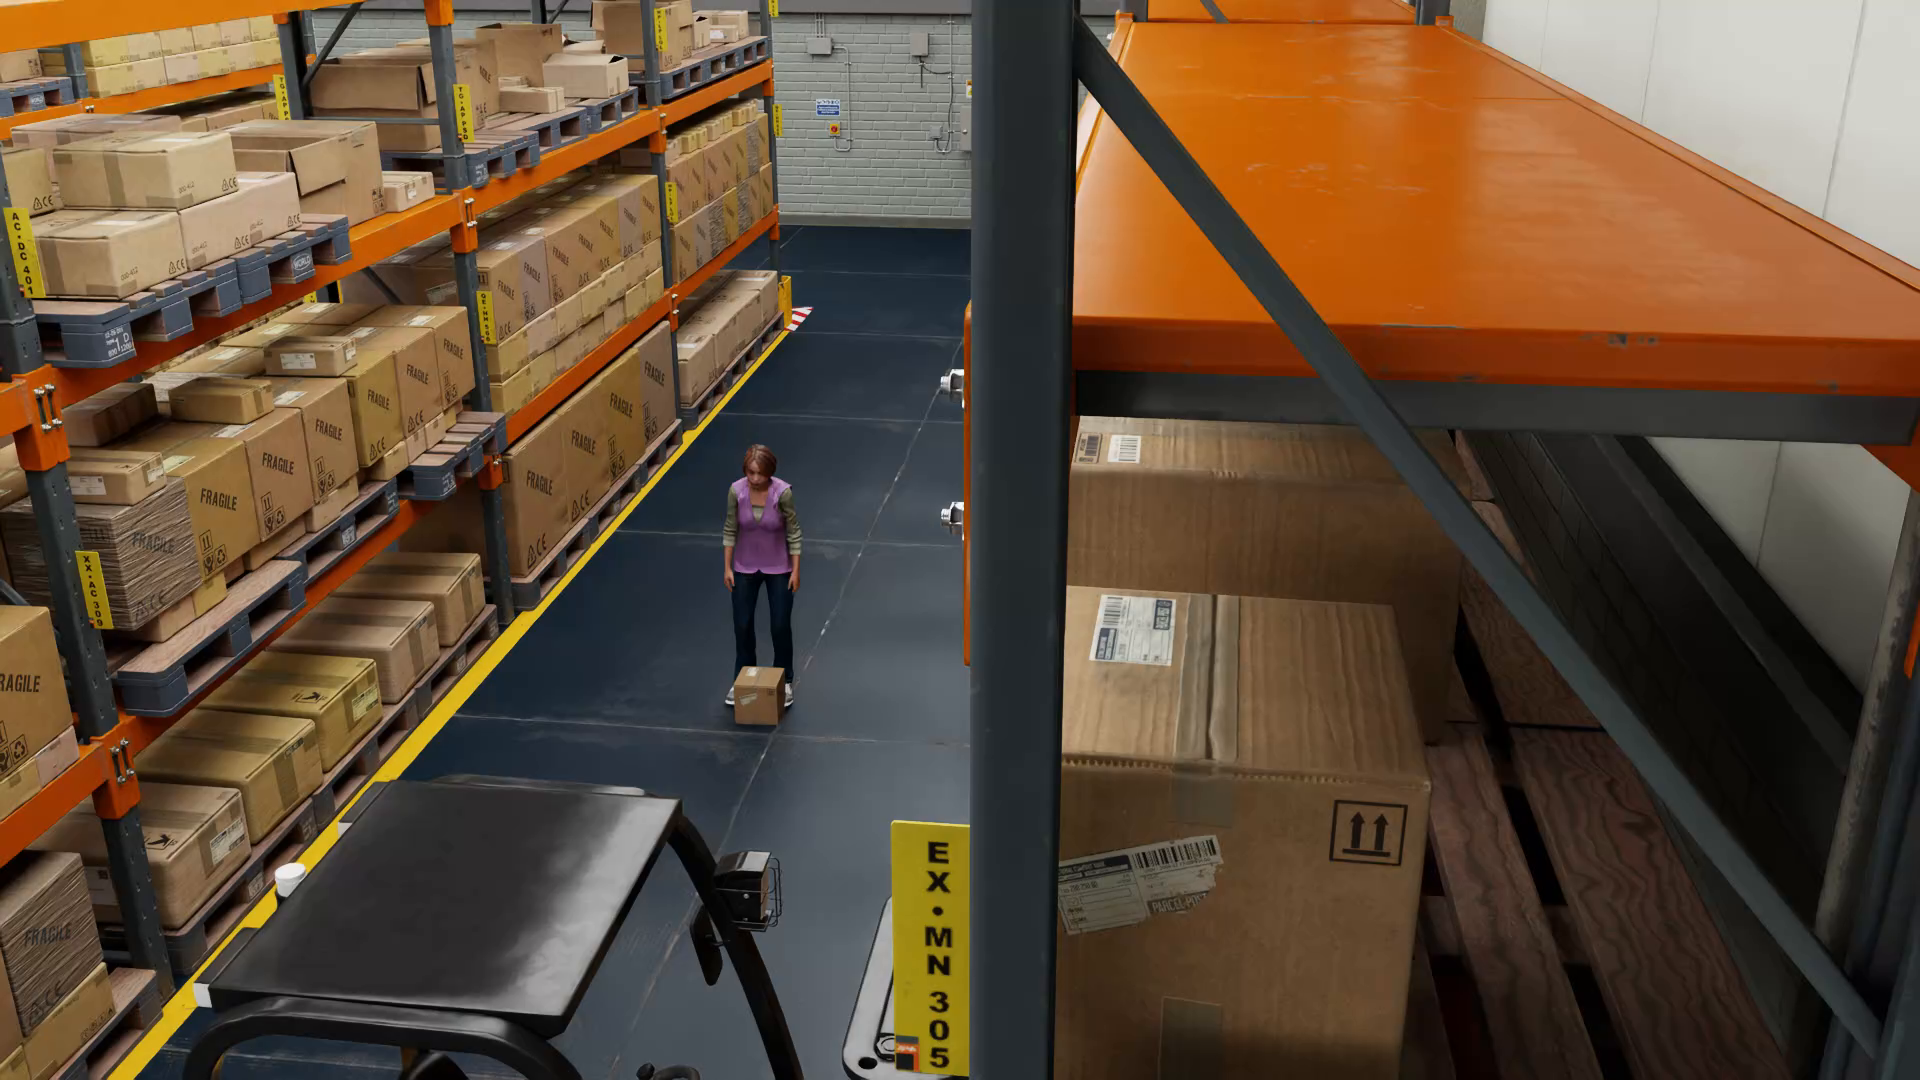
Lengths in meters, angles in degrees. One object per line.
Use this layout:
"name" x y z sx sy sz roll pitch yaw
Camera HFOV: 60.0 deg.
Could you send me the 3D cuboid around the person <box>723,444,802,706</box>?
"person" -1.142 0.197 9.616 0.467 1.580 0.346 2 22 4
